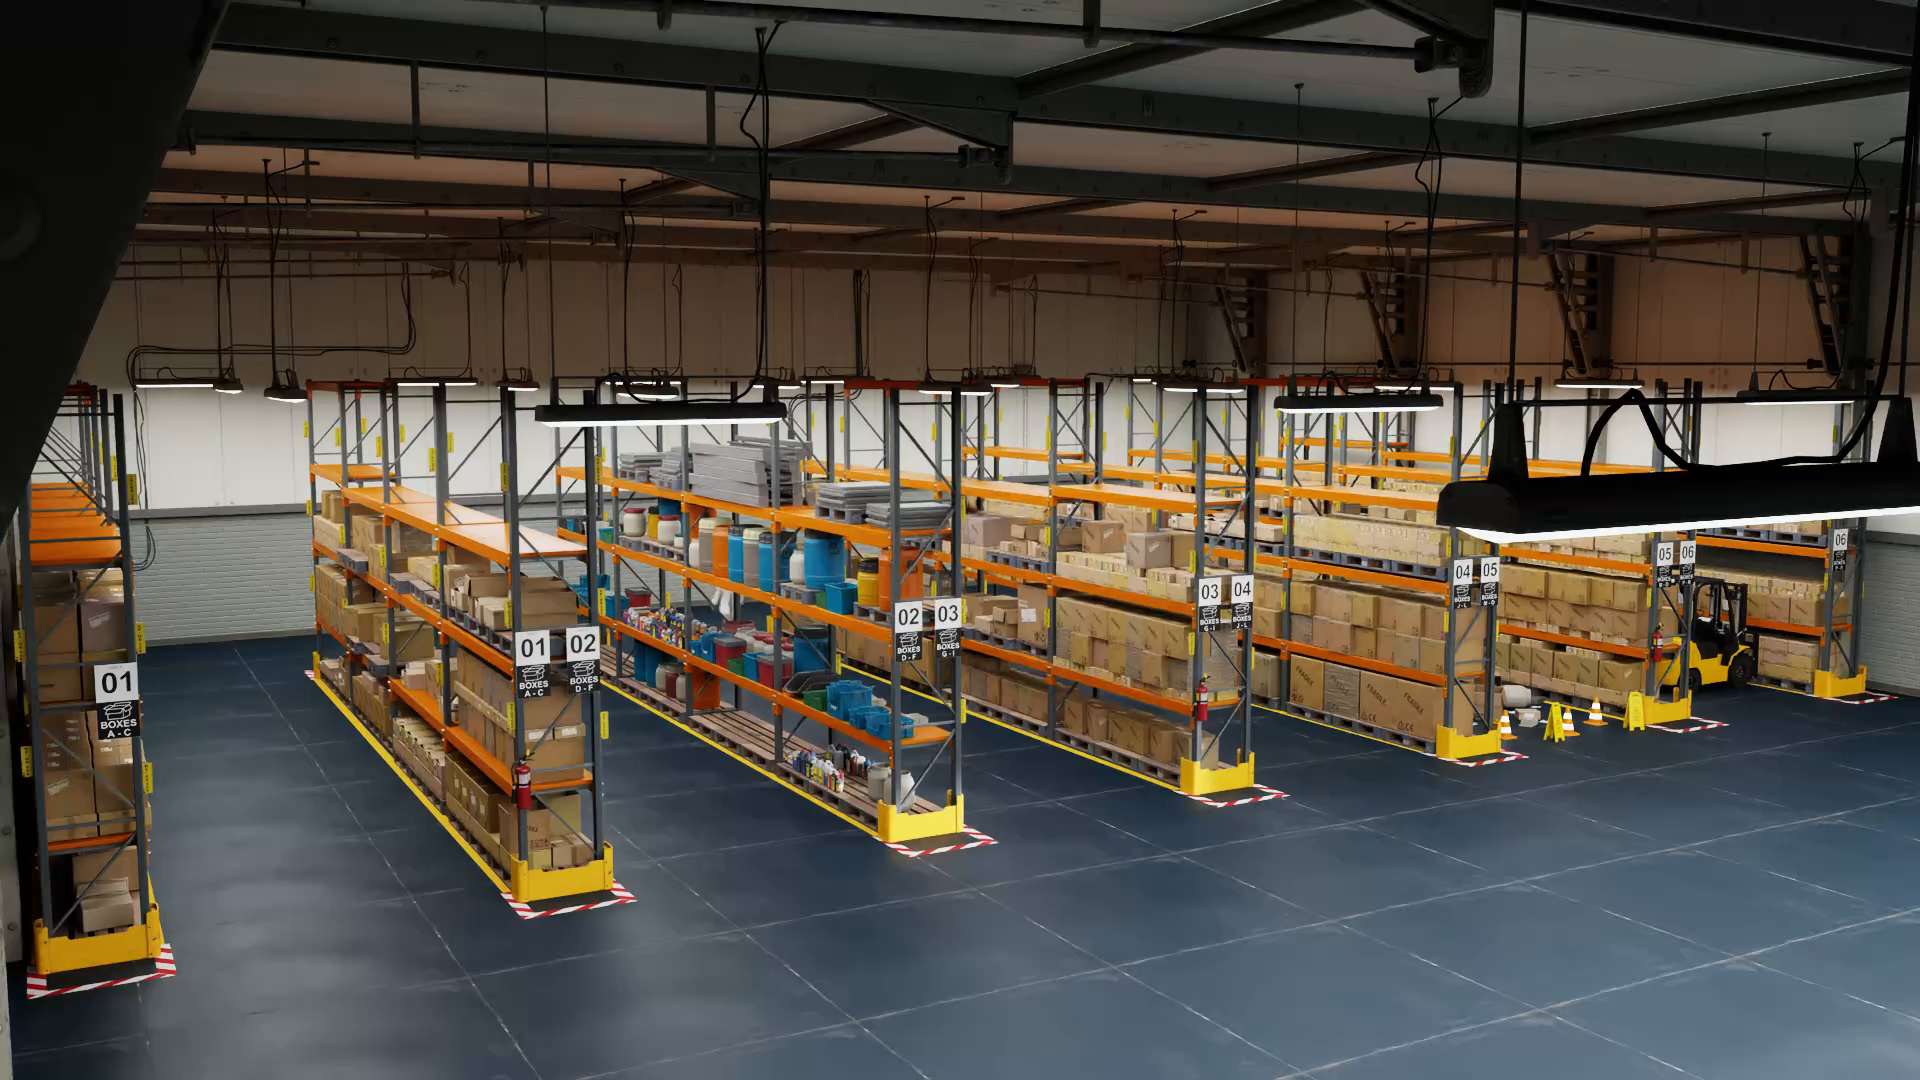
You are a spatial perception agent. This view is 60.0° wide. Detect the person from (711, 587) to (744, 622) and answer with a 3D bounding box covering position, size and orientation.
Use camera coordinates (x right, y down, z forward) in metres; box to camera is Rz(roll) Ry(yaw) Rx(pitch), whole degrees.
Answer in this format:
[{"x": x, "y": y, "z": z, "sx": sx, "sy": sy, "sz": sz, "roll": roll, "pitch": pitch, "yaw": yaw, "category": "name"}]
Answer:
[{"x": -5.264, "y": 1.469, "z": 37.595, "sx": 0.745, "sy": 1.747, "sz": 0.868, "roll": -1, "pitch": 6, "yaw": -14, "category": "person"}]
